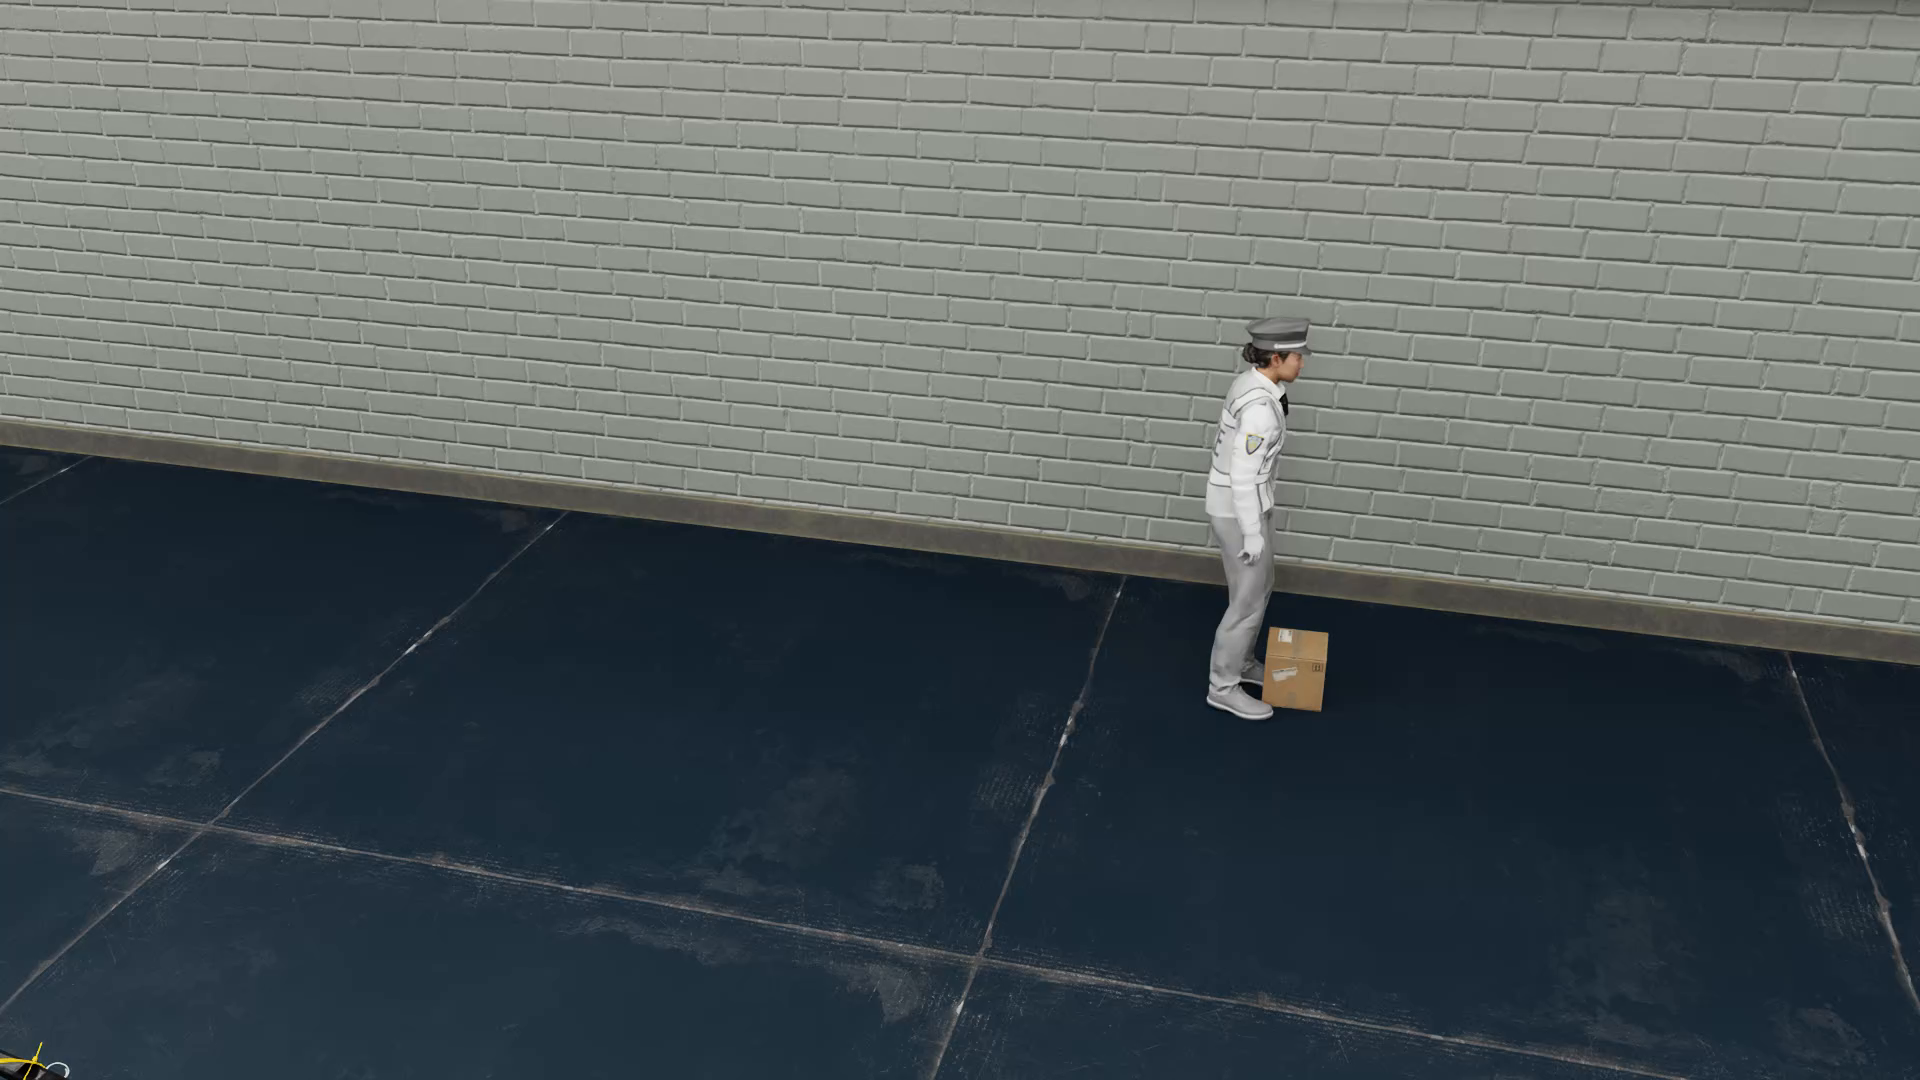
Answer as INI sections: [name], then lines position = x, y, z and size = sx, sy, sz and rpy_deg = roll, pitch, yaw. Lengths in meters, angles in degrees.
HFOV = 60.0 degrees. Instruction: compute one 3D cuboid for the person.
[person]
position = 1.212, -0.109, 6.835
size = 0.414, 1.662, 0.533
rpy_deg = 5, 26, 10
